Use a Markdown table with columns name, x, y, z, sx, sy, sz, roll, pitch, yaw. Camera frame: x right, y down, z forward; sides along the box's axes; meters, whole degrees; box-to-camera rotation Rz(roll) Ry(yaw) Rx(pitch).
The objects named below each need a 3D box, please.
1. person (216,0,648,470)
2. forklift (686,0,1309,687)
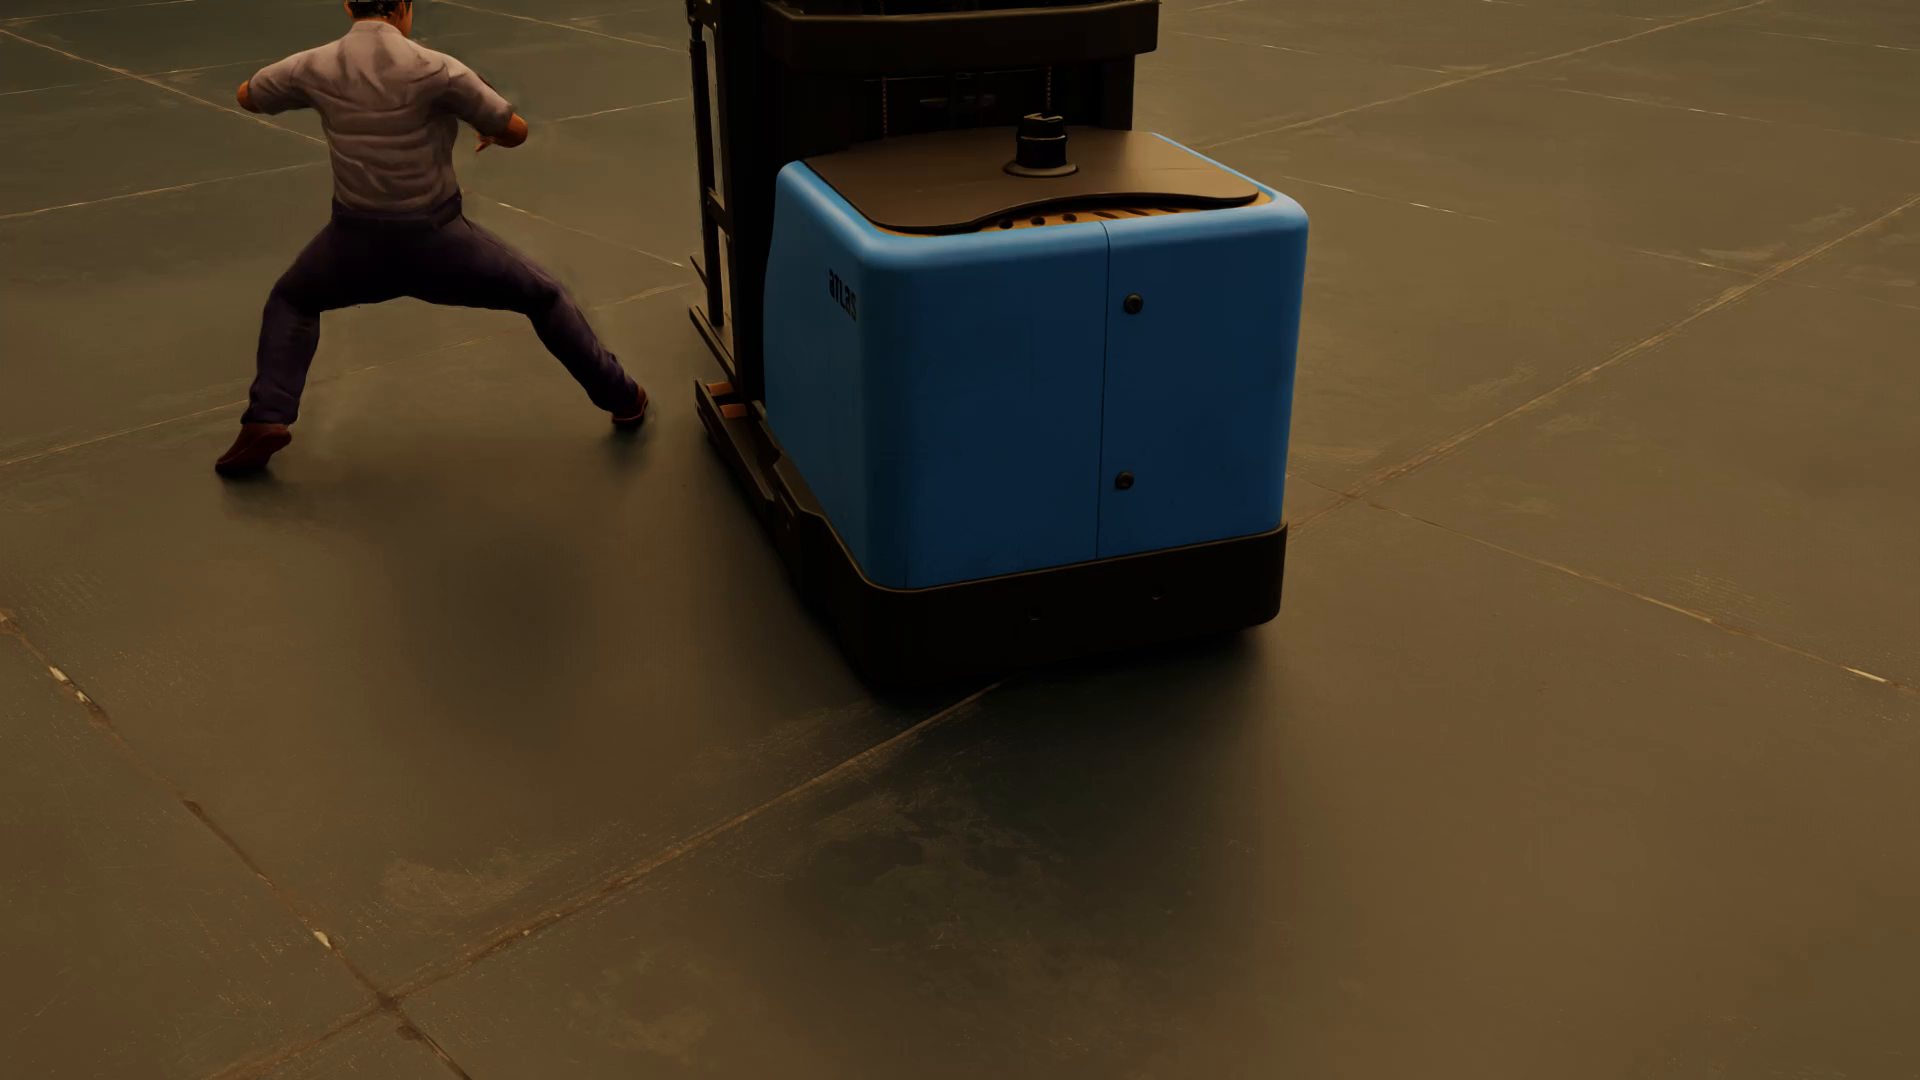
| name | x | y | z | sx | sy | sz | roll | pitch | yaw |
| --- | --- | --- | --- | --- | --- | --- | --- | --- | --- |
| person | -1.615 | -0.954 | 4.890 | 1.218 | 1.459 | 0.687 | 0 | 26 | 0 |
| forklift | -0.188 | -1.616 | 4.509 | 1.130 | 2.935 | 3.031 | -9 | 27 | -17 |
